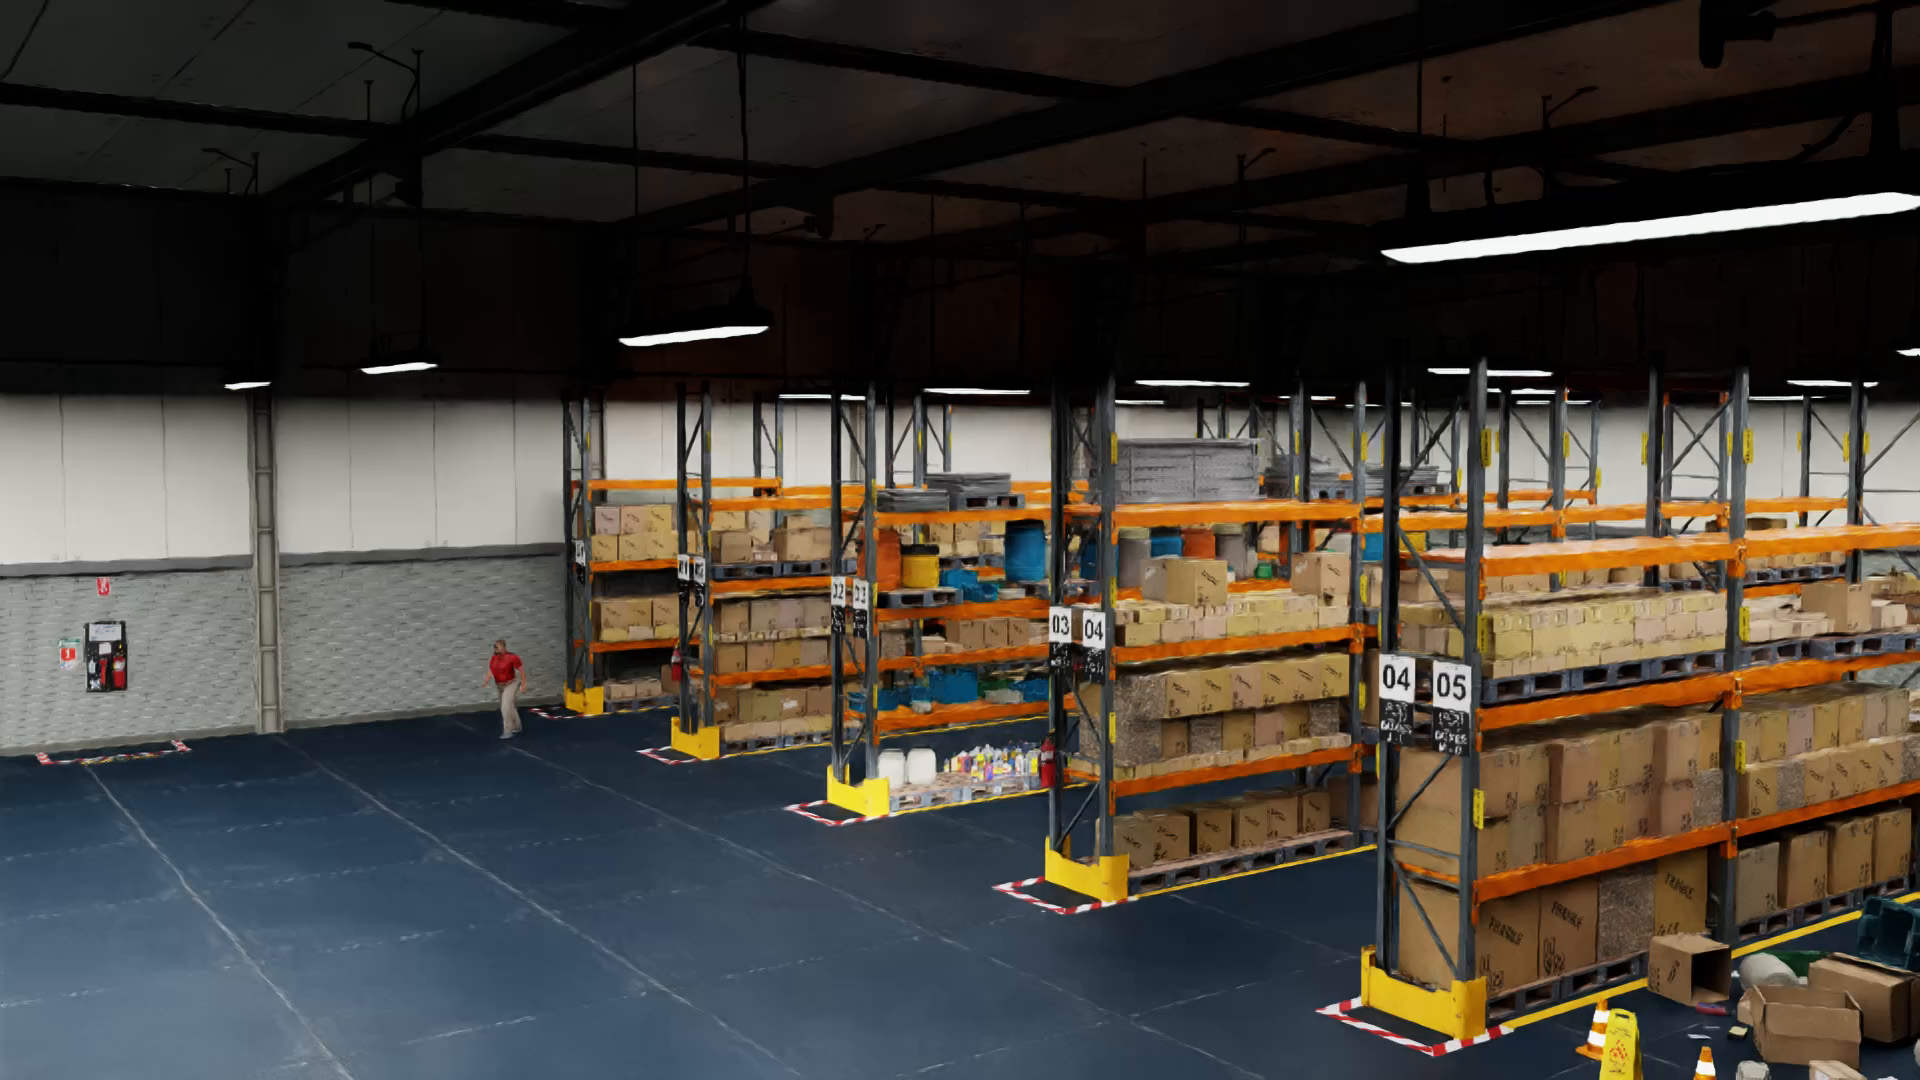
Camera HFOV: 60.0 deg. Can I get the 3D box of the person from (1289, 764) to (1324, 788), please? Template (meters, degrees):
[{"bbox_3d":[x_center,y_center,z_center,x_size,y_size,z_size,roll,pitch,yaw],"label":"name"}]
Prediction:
[{"bbox_3d":[4.872,2.807,23.496,0.572,1.714,0.719,-3,5,-37],"label":"person"}]

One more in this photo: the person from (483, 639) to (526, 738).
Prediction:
[{"bbox_3d":[-7.714,2.508,28.332,0.693,1.669,0.803,3,5,36],"label":"person"}]
